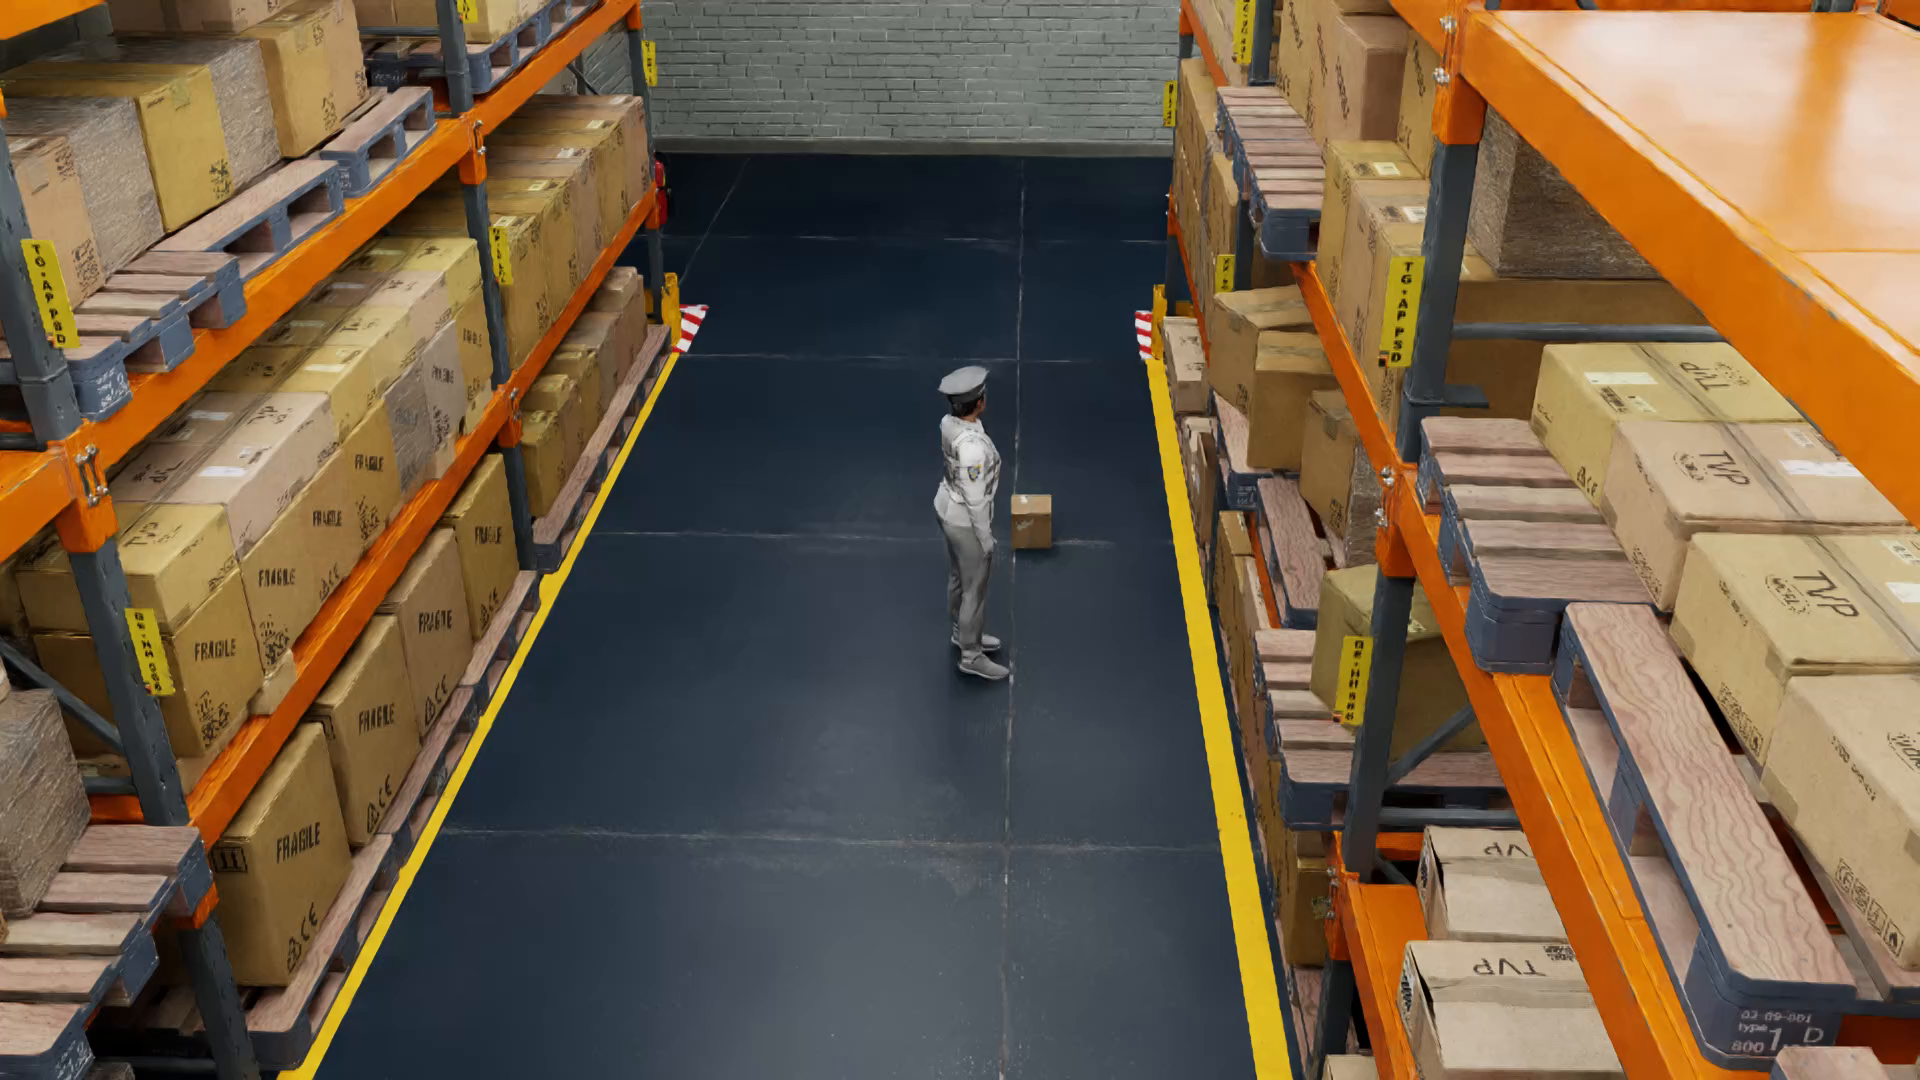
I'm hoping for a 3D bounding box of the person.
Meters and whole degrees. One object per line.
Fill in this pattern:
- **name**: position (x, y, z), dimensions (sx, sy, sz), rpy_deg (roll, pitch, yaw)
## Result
- **person**: position (0.059, -0.089, 8.772), dimensions (0.376, 1.714, 0.527), rpy_deg (-7, 29, -13)
